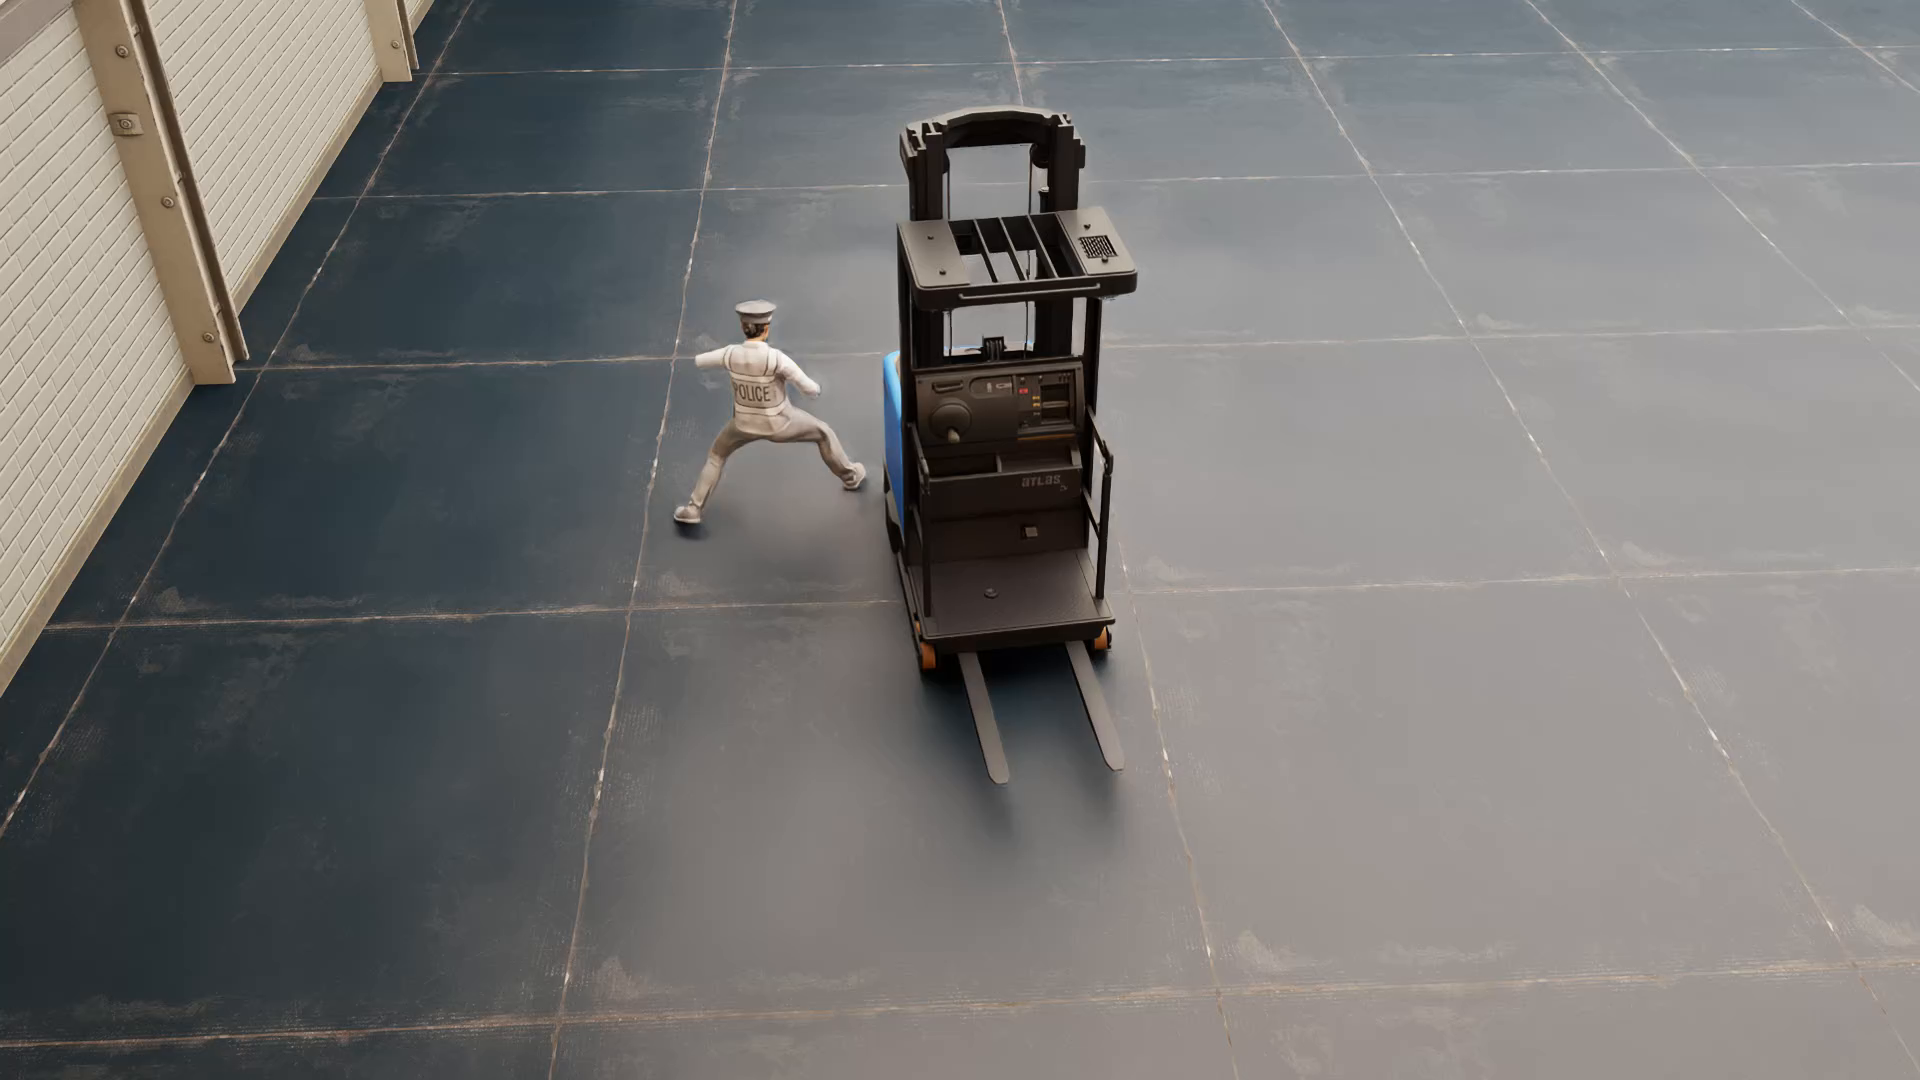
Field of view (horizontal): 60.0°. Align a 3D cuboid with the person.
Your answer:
[{"bbox_3d":[-1.241,-0.855,10.433,1.066,1.488,0.958,8,37,11],"label":"person"}]

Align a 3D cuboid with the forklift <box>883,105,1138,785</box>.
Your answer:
[{"bbox_3d":[0.260,-0.678,8.941,1.130,2.935,3.031,-6,36,-8],"label":"forklift"}]
